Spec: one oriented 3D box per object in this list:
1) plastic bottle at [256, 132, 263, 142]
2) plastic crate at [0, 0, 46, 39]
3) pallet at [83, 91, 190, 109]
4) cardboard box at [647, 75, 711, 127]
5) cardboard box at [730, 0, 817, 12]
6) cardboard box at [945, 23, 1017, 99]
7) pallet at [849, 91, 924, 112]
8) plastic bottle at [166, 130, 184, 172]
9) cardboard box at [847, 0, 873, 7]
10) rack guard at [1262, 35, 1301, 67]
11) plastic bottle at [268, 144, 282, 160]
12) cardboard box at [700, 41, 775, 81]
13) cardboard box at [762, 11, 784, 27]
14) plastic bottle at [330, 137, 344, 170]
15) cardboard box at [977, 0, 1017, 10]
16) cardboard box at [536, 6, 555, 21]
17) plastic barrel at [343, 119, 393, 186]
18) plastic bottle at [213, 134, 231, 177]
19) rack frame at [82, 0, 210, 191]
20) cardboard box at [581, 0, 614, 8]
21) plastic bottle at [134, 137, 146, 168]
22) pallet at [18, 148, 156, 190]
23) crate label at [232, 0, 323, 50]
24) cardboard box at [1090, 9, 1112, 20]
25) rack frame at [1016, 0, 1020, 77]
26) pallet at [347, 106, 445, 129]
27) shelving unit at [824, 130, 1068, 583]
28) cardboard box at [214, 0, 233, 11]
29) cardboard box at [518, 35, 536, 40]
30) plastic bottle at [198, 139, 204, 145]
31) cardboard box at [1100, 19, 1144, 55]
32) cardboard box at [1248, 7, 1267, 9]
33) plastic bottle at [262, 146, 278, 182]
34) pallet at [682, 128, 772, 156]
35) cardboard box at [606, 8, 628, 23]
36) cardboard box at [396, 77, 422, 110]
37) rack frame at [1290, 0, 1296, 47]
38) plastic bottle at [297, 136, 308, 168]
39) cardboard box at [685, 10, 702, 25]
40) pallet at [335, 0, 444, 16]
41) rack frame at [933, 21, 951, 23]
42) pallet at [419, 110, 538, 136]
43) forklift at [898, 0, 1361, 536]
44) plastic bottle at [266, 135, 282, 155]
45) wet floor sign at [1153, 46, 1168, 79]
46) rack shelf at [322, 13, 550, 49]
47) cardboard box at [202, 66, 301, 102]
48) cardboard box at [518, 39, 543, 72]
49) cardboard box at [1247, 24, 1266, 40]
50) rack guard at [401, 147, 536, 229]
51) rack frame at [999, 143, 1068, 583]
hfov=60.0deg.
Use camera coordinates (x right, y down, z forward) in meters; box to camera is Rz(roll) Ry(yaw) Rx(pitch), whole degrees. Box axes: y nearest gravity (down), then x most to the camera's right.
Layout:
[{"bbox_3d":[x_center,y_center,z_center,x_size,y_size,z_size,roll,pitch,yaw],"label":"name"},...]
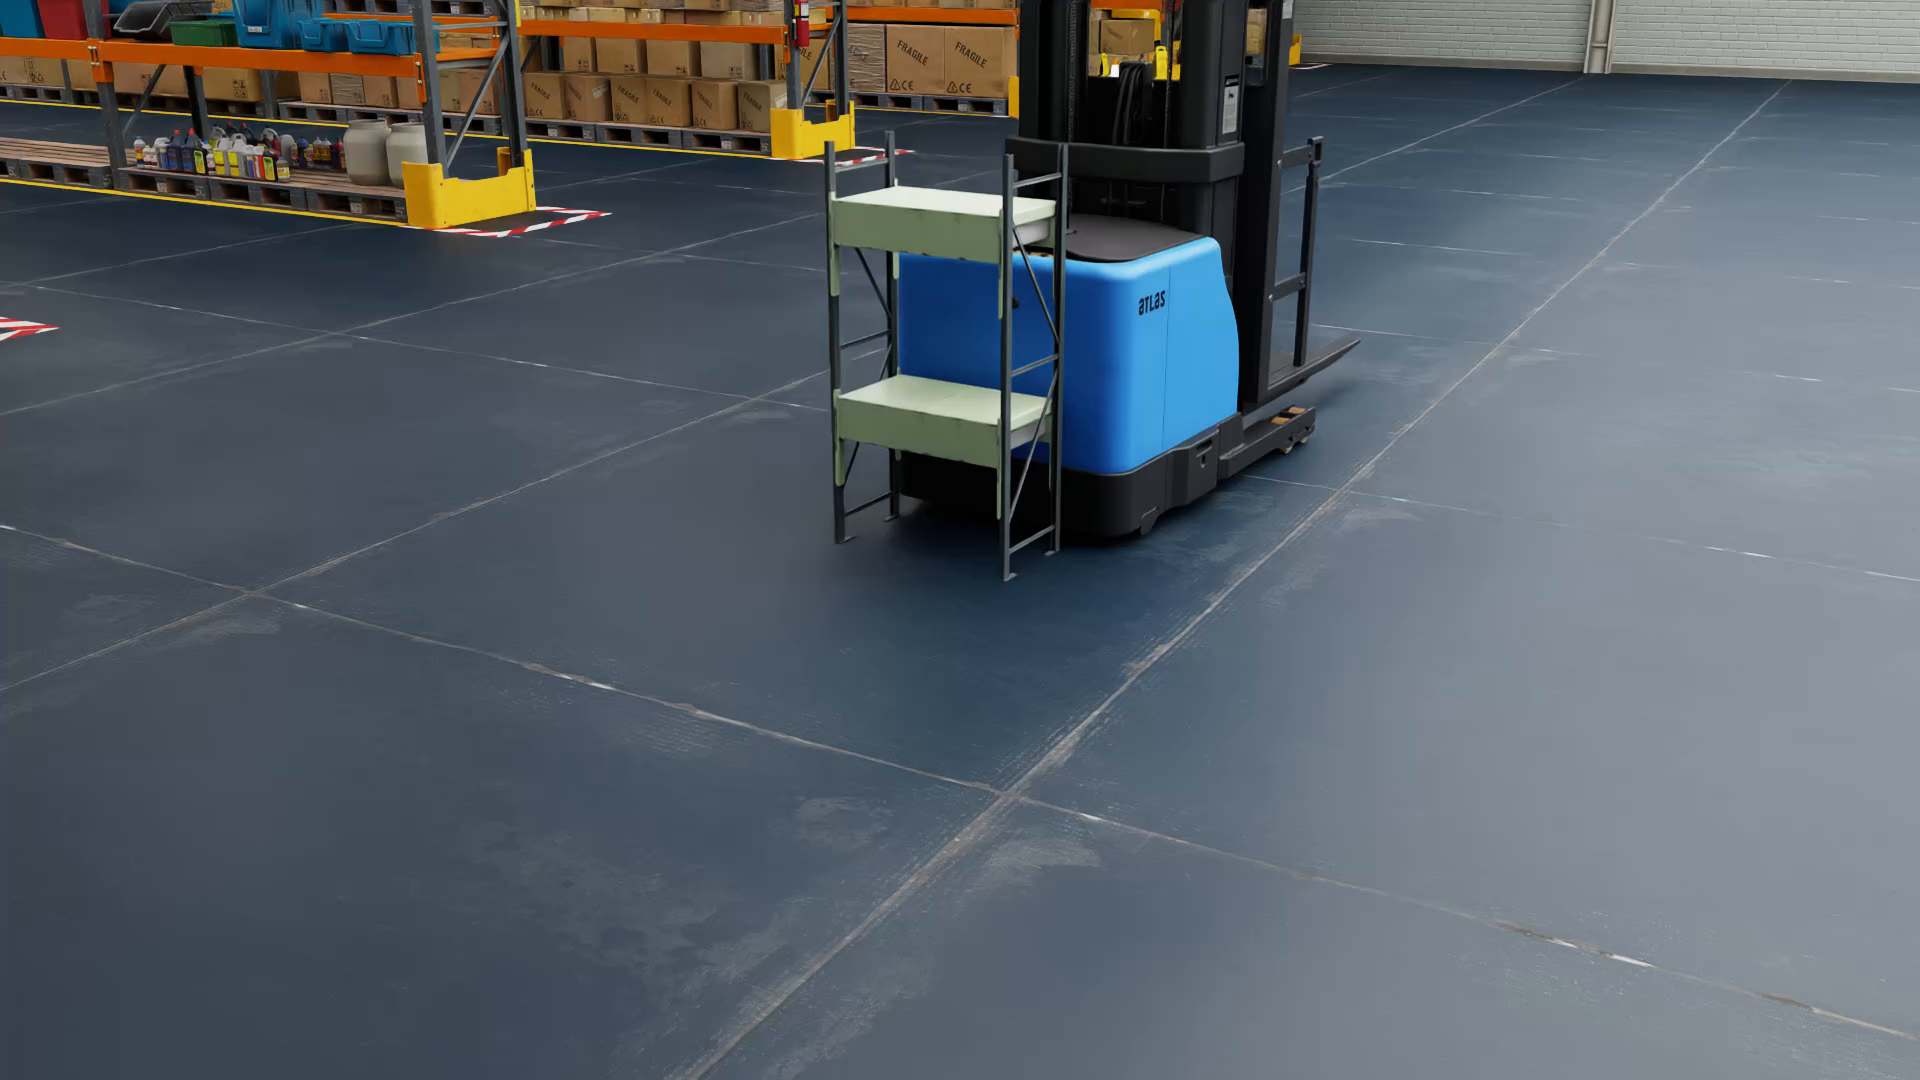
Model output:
[{"bbox_3d":[-6.368,-3.593,15.211,0.133,0.283,0.061,13,23,31],"label":"plastic bottle"},{"bbox_3d":[-8.515,-4.815,15.263,0.575,0.384,0.392,11,23,27],"label":"plastic crate"},{"bbox_3d":[-11.259,-6.120,22.926,1.213,0.211,1.003,11,23,27],"label":"pallet"},{"bbox_3d":[-3.106,-4.871,18.444,0.500,0.500,0.500,13,24,32],"label":"cardboard box"},{"bbox_3d":[-1.960,-5.827,17.448,0.500,0.500,0.875,11,23,27],"label":"cardboard box"},{"bbox_3d":[0.390,-6.292,21.813,0.875,0.875,0.875,11,23,28],"label":"cardboard box"},{"bbox_3d":[-0.783,-6.003,22.603,1.213,0.211,1.003,11,23,27],"label":"pallet"},{"bbox_3d":[-6.898,-3.435,14.676,0.185,0.351,0.144,11,23,29],"label":"plastic bottle"},{"bbox_3d":[-1.245,-7.469,22.336,0.550,0.550,0.875,11,23,27],"label":"cardboard box"},{"bbox_3d":[5.778,-8.790,29.865,0.348,0.500,1.175,11,23,27],"label":"rack guard"},{"bbox_3d":[-5.881,-3.253,14.272,0.133,0.283,0.061,11,23,27],"label":"plastic bottle"},{"bbox_3d":[-3.064,-6.882,23.622,0.750,0.750,1.050,11,23,27],"label":"cardboard box"},{"bbox_3d":[-1.843,-5.409,17.245,0.250,0.149,0.380,11,23,27],"label":"cardboard box"},{"bbox_3d":[-5.528,-3.434,14.770,0.133,0.283,0.061,11,23,28],"label":"plastic bottle"},{"bbox_3d":[0.668,-7.119,21.373,0.550,0.550,0.875,11,23,27],"label":"cardboard box"},{"bbox_3d":[-4.500,-5.884,18.555,0.250,0.149,0.380,11,23,27],"label":"cardboard box"},{"bbox_3d":[-4.958,-3.264,13.998,0.421,0.512,0.421,0,20,0],"label":"plastic barrel"},{"bbox_3d":[-6.362,-3.333,14.395,0.185,0.351,0.144,11,22,27],"label":"plastic bottle"},{"bbox_3d":[-7.401,-4.731,15.010,0.127,3.000,1.000,11,23,27],"label":"rack frame"},{"bbox_3d":[-3.717,-6.153,18.345,0.500,0.500,0.875,11,23,27],"label":"cardboard box"},{"bbox_3d":[-7.336,-3.472,14.894,0.097,0.271,0.097,0,20,0],"label":"plastic bottle"},{"bbox_3d":[-8.105,-3.540,15.814,1.213,0.211,1.003,11,23,27],"label":"pallet"},{"bbox_3d":[-5.647,-4.308,13.792,0.616,0.435,0.502,11,23,27],"label":"crate label"},{"bbox_3d":[2.160,-8.150,25.799,0.250,0.149,0.380,12,23,29],"label":"cardboard box"},{"bbox_3d":[1.014,-7.001,21.265,0.127,3.000,1.000,11,23,27],"label":"rack frame"},{"bbox_3d":[-6.735,-5.227,20.464,1.213,0.211,1.003,11,23,27],"label":"pallet"},{"bbox_3d":[-0.051,-0.677,6.030,0.755,1.500,0.431,12,23,31],"label":"shelving unit"},{"bbox_3d":[-9.029,-6.926,20.914,0.500,0.500,0.500,12,23,29],"label":"cardboard box"},{"bbox_3d":[-6.695,-7.741,25.258,0.500,0.250,0.500,10,22,26],"label":"cardboard box"},{"bbox_3d":[-6.713,-3.410,14.722,0.097,0.271,0.097,0,20,0],"label":"plastic bottle"},{"bbox_3d":[2.513,-7.804,25.797,0.500,0.500,0.500,11,23,28],"label":"cardboard box"},{"bbox_3d":[5.430,-9.480,30.052,0.500,0.250,0.500,10,22,26],"label":"cardboard box"},{"bbox_3d":[-5.837,-3.185,14.085,0.133,0.283,0.061,11,23,29],"label":"plastic bottle"},{"bbox_3d":[-2.251,-4.388,18.153,1.213,0.211,1.003,11,23,27],"label":"pallet"},{"bbox_3d":[-3.628,-5.717,18.095,0.250,0.149,0.380,11,23,27],"label":"cardboard box"},{"bbox_3d":[-6.407,-5.524,20.215,0.500,0.500,0.700,9,22,23],"label":"cardboard box"},{"bbox_3d":[5.757,-9.969,29.449,0.127,3.000,1.000,11,23,27],"label":"rack frame"},{"bbox_3d":[-5.903,-3.492,14.949,0.097,0.271,0.097,0,20,0],"label":"plastic bottle"},{"bbox_3d":[-2.713,-5.577,17.708,0.250,0.149,0.380,11,23,27],"label":"cardboard box"},{"bbox_3d":[-6.729,-6.464,20.067,1.213,0.211,1.003,11,23,27],"label":"pallet"},{"bbox_3d":[-0.152,-9.156,27.208,0.127,3.000,1.000,11,23,27],"label":"rack frame"},{"bbox_3d":[-5.666,-5.024,19.906,1.213,0.211,1.003,11,23,27],"label":"pallet"},{"bbox_3d":[0.967,-1.840,7.139,1.130,2.935,3.031,12,23,31],"label":"forklift"},{"bbox_3d":[-6.160,-3.494,14.938,0.133,0.283,0.061,11,23,27],"label":"plastic bottle"},{"bbox_3d":[2.984,-7.034,24.810,0.267,0.644,0.232,-16,26,-38],"label":"wet floor sign"},{"bbox_3d":[-6.731,-6.200,20.114,4.000,0.370,1.077,11,23,27],"label":"rack shelf"},{"bbox_3d":[-9.070,-6.191,21.533,0.875,0.875,1.225,10,22,25],"label":"cardboard box"},{"bbox_3d":[-6.672,-7.385,25.375,0.500,0.500,0.500,11,23,27],"label":"cardboard box"},{"bbox_3d":[5.180,-9.097,29.728,0.500,0.250,0.500,10,22,27],"label":"cardboard box"},{"bbox_3d":[-3.998,-2.890,13.599,0.348,0.500,1.175,11,23,27],"label":"rack guard"},{"bbox_3d":[0.256,-0.609,5.844,0.023,1.500,0.400,12,23,31],"label":"rack frame"}]
